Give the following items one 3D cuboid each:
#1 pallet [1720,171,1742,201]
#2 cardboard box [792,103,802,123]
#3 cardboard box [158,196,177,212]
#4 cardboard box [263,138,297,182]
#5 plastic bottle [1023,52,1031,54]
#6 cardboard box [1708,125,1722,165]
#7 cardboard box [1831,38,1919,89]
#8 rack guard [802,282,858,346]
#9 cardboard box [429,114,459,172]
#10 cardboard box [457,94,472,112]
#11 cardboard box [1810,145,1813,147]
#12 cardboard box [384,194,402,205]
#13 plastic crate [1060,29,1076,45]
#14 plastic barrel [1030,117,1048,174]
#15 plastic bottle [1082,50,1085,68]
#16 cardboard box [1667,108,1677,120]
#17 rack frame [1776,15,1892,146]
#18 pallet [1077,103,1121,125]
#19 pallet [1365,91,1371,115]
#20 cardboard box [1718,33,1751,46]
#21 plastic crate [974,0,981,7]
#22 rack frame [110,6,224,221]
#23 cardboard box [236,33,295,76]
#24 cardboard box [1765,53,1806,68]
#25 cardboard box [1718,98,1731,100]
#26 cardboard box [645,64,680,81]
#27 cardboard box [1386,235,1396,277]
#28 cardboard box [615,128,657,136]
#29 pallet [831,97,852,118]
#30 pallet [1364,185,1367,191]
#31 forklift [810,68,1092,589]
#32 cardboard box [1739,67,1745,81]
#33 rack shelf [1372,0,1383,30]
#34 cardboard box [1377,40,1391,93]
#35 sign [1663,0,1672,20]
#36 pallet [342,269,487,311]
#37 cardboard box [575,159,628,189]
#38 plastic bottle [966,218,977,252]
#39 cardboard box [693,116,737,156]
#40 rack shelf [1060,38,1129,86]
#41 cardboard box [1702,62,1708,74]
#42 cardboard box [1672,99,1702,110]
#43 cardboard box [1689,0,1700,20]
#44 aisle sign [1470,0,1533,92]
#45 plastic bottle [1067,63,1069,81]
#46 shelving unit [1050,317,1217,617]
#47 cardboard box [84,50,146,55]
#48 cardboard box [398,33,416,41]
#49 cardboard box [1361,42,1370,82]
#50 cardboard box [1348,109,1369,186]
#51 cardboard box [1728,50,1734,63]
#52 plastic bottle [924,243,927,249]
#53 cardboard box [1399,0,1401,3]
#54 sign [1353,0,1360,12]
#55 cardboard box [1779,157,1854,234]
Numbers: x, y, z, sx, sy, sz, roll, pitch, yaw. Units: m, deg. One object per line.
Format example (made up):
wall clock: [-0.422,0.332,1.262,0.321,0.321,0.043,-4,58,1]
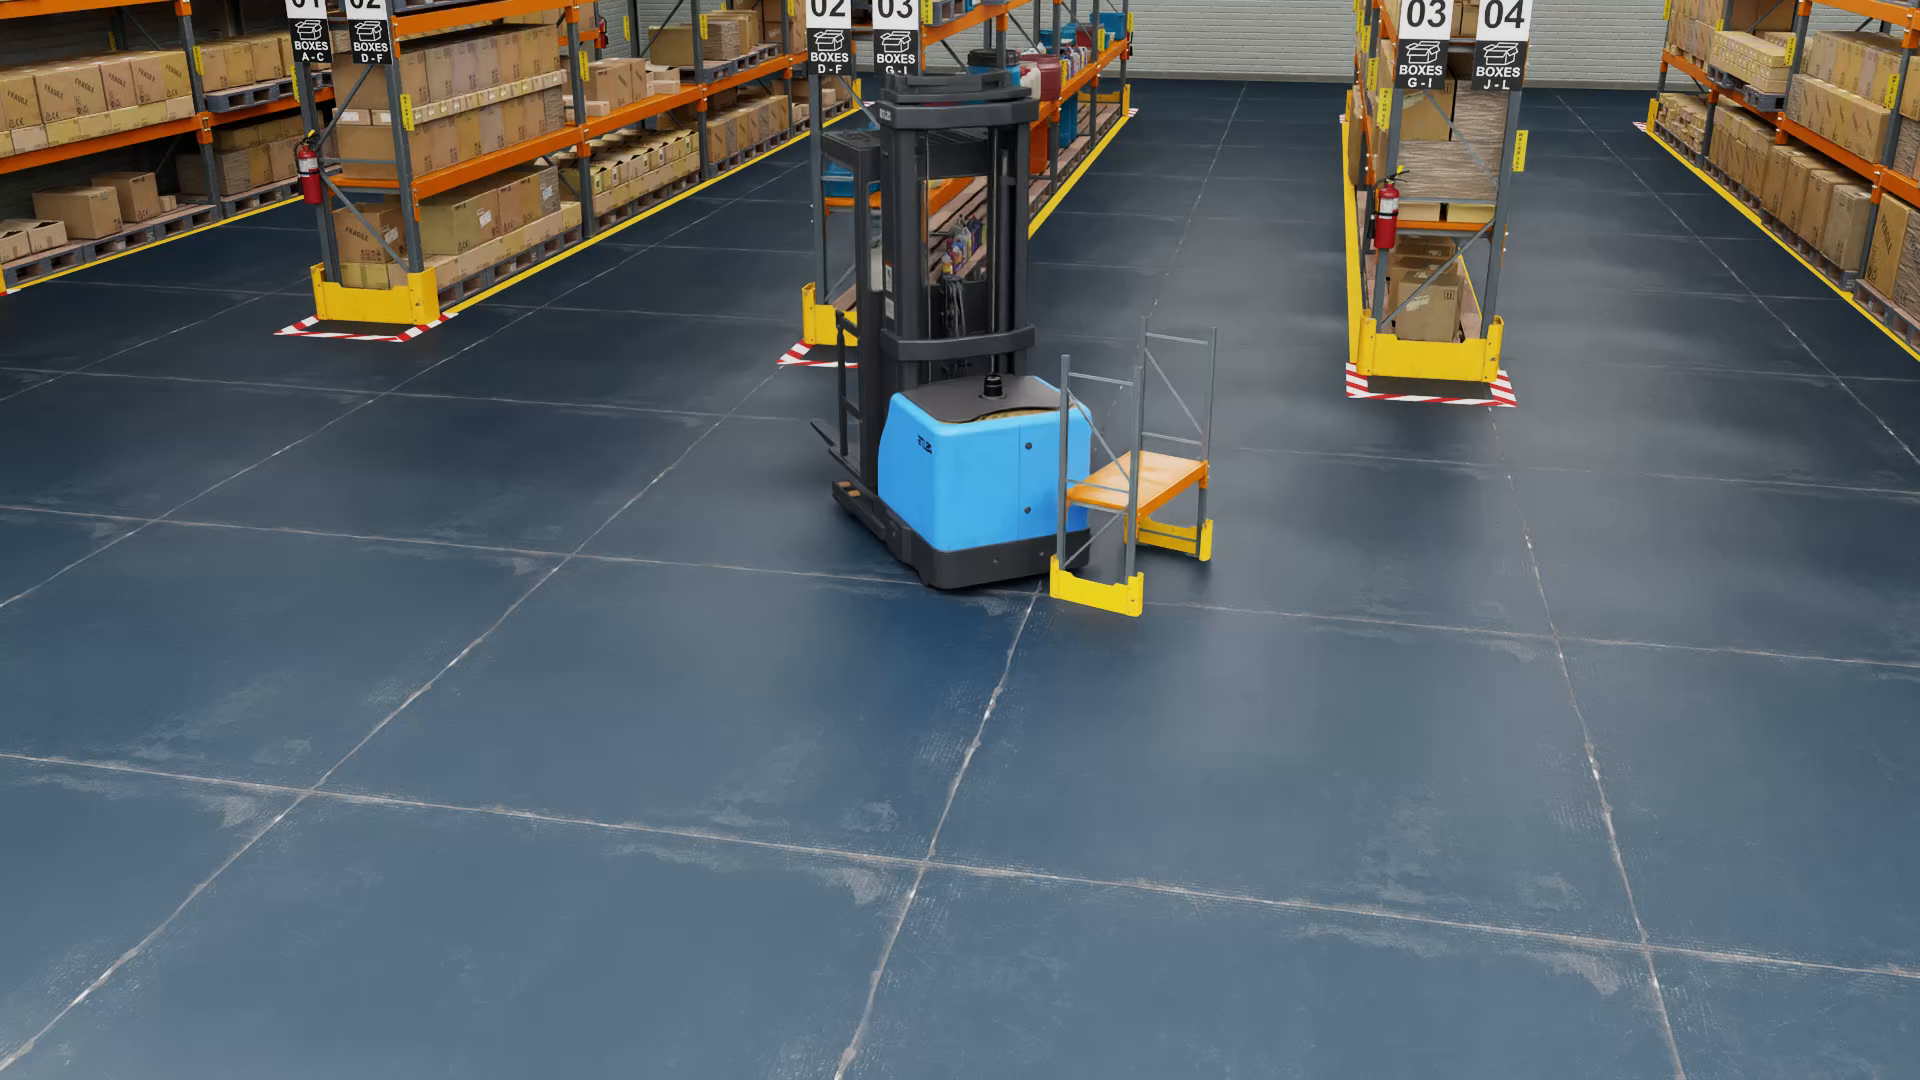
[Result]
pallet: [10.908,-4.761,22.393,1.003,0.211,1.213,4,22,11]
cardboard box: [-2.923,-7.052,27.359,0.500,0.311,0.500,4,22,11]
cardboard box: [-9.782,-4.101,20.224,0.380,0.166,0.250,2,22,4]
cardboard box: [-9.369,-5.100,22.259,0.700,0.500,0.500,5,22,12]
plastic bottle: [0.972,-7.043,24.492,0.152,0.276,0.135,4,22,11]
cardboard box: [10.902,-5.572,23.458,0.500,0.500,0.500,5,23,13]
cardboard box: [10.190,-5.298,18.521,0.700,0.500,0.500,4,22,10]
rack guard: [-0.851,-2.063,15.306,1.175,0.500,0.348,4,22,11]
cardboard box: [-5.458,-3.978,16.583,0.700,0.500,0.500,5,22,12]
cardboard box: [-5.169,-4.422,16.816,0.380,0.149,0.250,4,22,9]
cardboard box: [10.874,-4.941,20.887,0.500,0.250,0.500,3,22,8]
cardboard box: [-5.661,-3.423,17.451,0.500,0.500,0.500,4,22,11]
plastic crate: [1.803,-8.446,27.953,0.416,0.233,0.300,4,22,11]
plastic barrel: [0.895,-5.485,22.800,0.600,0.830,0.708,4,22,11]
plastic bottle: [1.790,-7.220,24.931,0.152,0.276,0.135,4,22,11]
cardboard box: [11.537,-6.810,26.604,0.380,0.149,0.250,5,23,13]
rack frame: [10.496,-5.324,20.058,1.000,3.000,0.127,4,22,11]
pallet: [2.238,-7.450,29.070,1.003,0.211,1.213,4,22,11]
pallet: [5.620,-5.381,20.457,1.213,0.211,1.003,4,22,11]
cardboard box: [10.731,-6.930,23.022,0.380,0.149,0.250,5,22,12]
plastic crate: [0.064,-5.305,16.348,0.243,0.136,0.396,4,22,11]
rack frame: [-9.703,-5.409,20.269,1.000,3.000,0.127,4,22,11]
cardboard box: [-9.205,-6.492,22.236,0.700,0.500,0.500,4,22,11]
cardboard box: [10.147,-5.892,20.447,0.380,0.149,0.250,4,22,9]
cardboard box: [12.232,-6.993,26.660,0.380,0.149,0.250,4,22,10]
cardboard box: [-4.153,-6.325,22.661,0.500,0.311,0.500,6,23,14]
cardboard box: [4.615,-2.958,16.967,0.500,0.500,0.500,12,25,28]
cardboard box: [-4.431,-5.506,22.877,0.500,0.311,0.500,5,23,13]
pallet: [-2.581,-7.808,29.959,1.003,0.211,1.213,4,22,11]
pallet: [5.896,-4.728,22.311,1.003,0.211,1.213,4,22,11]
forklift: [-0.232,-1.586,10.867,1.130,2.935,3.031,-9,24,-21]
cardboard box: [10.413,-6.086,21.725,0.380,0.149,0.250,5,23,13]
rack shelf: [5.253,-6.065,18.846,1.077,0.370,4.000,4,22,11]
cardboard box: [4.504,-4.779,16.834,0.500,0.500,0.500,4,22,11]
sign: [11.597,-8.693,27.263,0.100,0.325,0.005,4,22,11]
pallet: [-5.554,-2.559,16.925,1.003,0.211,1.213,4,22,11]
cardboard box: [-4.417,-4.527,20.447,0.500,0.311,0.500,4,22,10]
plastic bottle: [0.108,-3.301,17.993,0.144,0.351,0.185,3,22,8]
cardboard box: [-3.562,-5.877,24.187,0.500,0.500,0.500,4,22,9]
rack shelf: [2.037,-7.977,27.609,1.077,0.370,4.000,4,22,11]
cardboard box: [11.087,-6.895,24.295,0.380,0.149,0.250,4,22,9]
cardboard box: [11.604,-6.943,26.535,0.380,0.149,0.250,3,22,8]
cardboard box: [11.452,-8.194,25.313,0.500,0.500,0.500,4,22,9]
aisle sign: [4.310,-3.974,13.225,0.394,0.787,0.004,4,22,11]
plastic bottle: [1.497,-6.615,23.420,0.061,0.283,0.133,4,22,11]
shelving unit: [1.067,-0.472,10.018,0.587,1.500,1.083,13,25,29]
cardboard box: [-10.003,-5.541,19.766,0.500,0.500,0.500,4,22,10]
cardboard box: [-8.421,-7.414,24.690,0.500,0.500,0.500,5,23,13]
cardboard box: [5.934,-6.732,23.421,0.500,0.500,0.500,4,22,10]
cardboard box: [5.822,-5.199,22.030,1.225,0.875,0.875,3,22,8]
cardboard box: [10.573,-6.511,22.381,0.380,0.149,0.250,5,23,13]
plastic bottle: [-0.434,-3.355,18.124,0.144,0.351,0.185,4,22,11]
cardboard box: [3.780,-4.445,13.528,0.380,0.149,0.250,4,22,11]
sign: [6.751,-9.148,28.287,0.100,0.325,0.005,4,22,11]
cardboard box: [10.109,-3.939,19.069,1.050,0.750,0.750,5,22,12]
